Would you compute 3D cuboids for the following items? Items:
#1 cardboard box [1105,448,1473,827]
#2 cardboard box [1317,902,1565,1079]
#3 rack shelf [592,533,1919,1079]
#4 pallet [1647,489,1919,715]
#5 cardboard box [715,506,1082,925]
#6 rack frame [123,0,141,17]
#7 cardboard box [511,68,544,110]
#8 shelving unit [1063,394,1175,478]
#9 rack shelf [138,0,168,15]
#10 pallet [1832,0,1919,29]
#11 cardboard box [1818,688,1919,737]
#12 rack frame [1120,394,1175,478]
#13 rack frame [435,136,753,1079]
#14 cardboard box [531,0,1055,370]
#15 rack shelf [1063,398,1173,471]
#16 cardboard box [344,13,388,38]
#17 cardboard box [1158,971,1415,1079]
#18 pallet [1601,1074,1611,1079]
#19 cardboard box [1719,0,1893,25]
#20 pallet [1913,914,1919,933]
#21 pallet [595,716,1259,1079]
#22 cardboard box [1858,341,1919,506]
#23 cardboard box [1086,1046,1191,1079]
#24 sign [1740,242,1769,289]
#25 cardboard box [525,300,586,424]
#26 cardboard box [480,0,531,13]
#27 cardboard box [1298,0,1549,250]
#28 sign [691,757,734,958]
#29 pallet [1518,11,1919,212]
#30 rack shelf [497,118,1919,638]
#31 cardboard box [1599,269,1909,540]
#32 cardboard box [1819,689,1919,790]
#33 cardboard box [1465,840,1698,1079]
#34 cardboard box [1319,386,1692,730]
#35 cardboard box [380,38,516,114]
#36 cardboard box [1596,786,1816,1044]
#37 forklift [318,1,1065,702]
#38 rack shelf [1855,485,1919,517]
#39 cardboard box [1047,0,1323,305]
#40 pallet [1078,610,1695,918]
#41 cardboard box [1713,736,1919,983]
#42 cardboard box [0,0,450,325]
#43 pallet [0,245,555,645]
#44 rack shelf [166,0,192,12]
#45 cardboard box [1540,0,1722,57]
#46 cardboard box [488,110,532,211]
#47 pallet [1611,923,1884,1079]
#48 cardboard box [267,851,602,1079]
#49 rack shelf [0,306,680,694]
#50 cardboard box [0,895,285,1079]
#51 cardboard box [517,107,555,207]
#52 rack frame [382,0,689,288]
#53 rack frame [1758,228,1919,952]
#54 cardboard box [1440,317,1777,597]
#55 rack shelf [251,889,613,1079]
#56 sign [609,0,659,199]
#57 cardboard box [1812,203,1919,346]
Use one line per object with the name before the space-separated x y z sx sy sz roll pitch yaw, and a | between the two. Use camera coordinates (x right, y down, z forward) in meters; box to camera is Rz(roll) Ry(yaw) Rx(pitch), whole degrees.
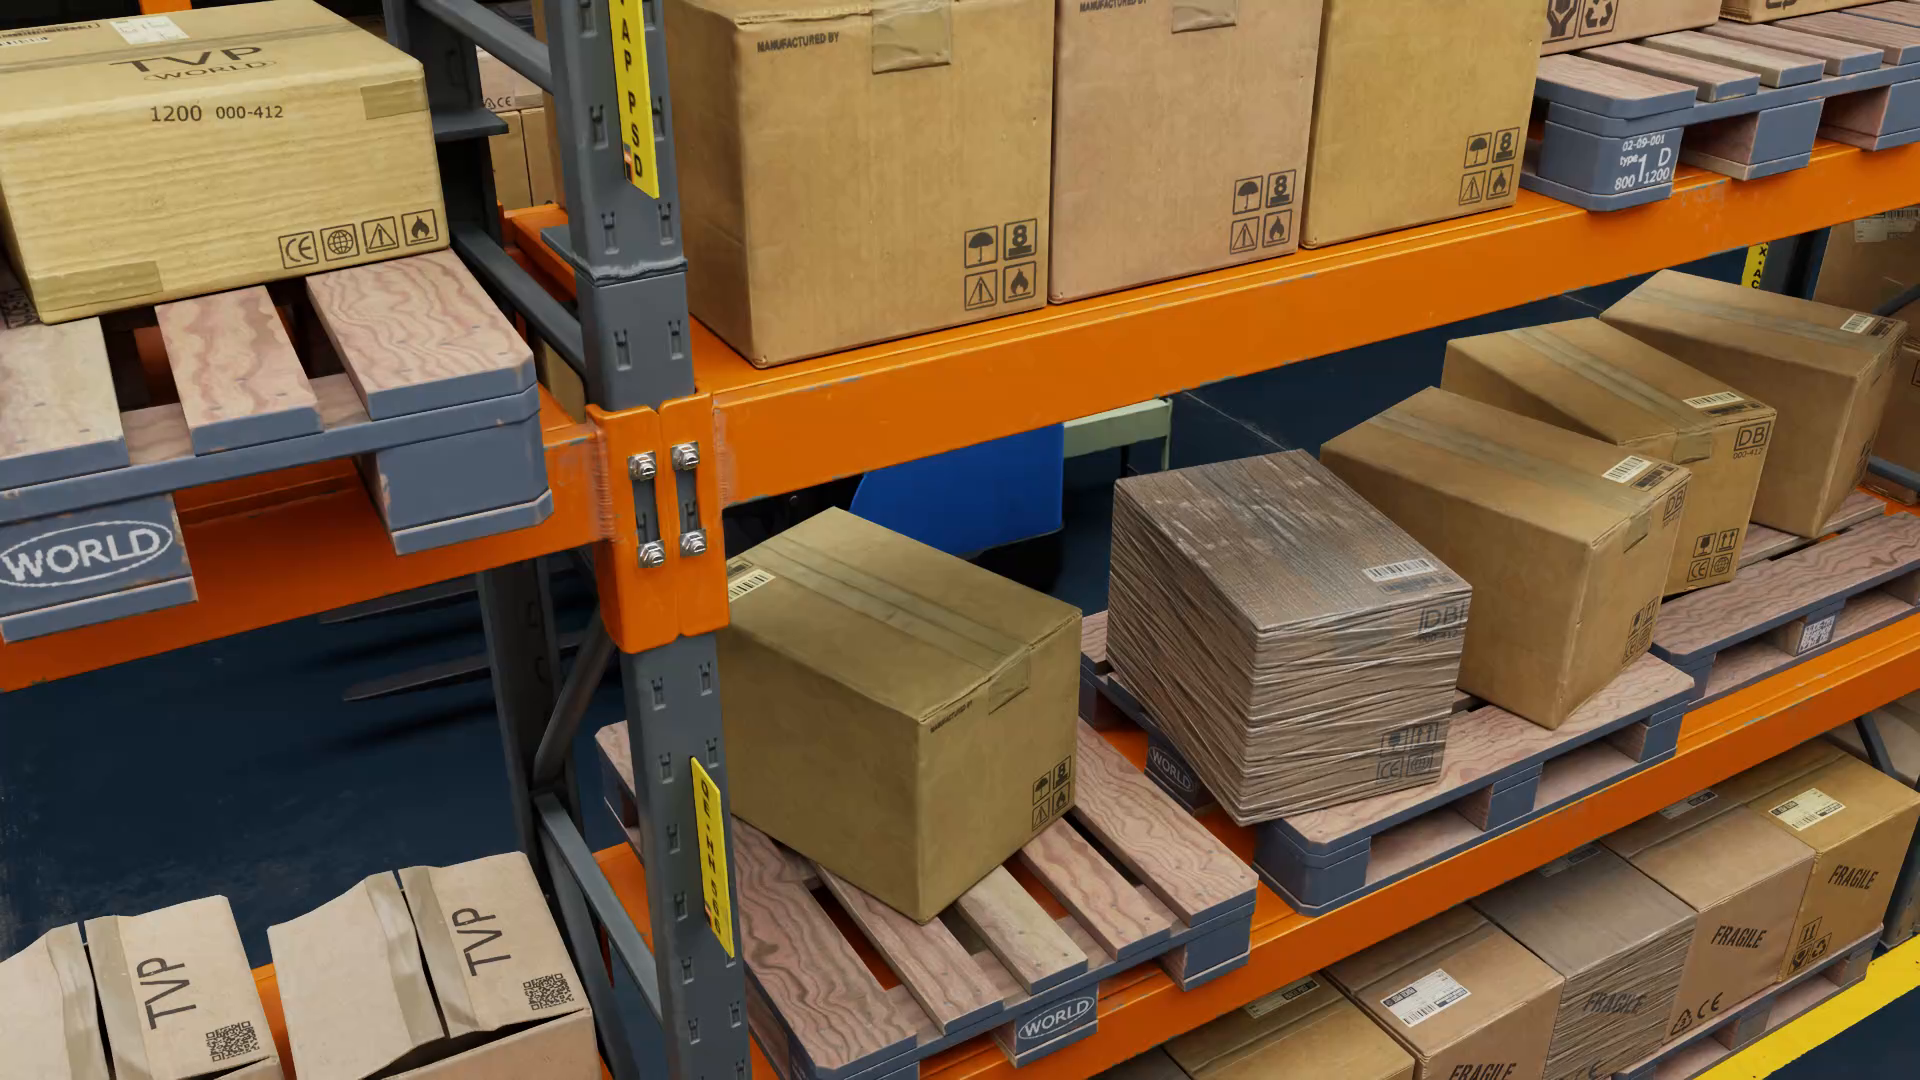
cardboard box | 0.707 0.195 3.755 0.500 0.500 0.700 -10 30 -17
cardboard box | 1.204 1.296 4.429 0.500 0.500 0.500 -17 33 -28
rack shelf | 1.060 0.593 4.315 4.000 0.370 1.077 -16 33 -26
pallet | 2.040 0.023 4.803 1.213 0.211 1.003 -16 33 -26
cardboard box | -0.178 0.339 3.493 0.700 0.500 0.500 22 36 34
rack frame | -3.177 -1.295 6.992 0.127 3.000 1.000 -16 33 -26
cardboard box | -1.763 -2.066 7.180 0.500 0.250 0.500 -16 33 -26
shelving unit | 0.567 -0.783 7.617 0.755 1.500 0.431 -14 32 -23
rack shelf | -4.901 -1.804 5.554 4.000 0.370 1.077 -16 33 -26
pallet | 2.187 -1.312 4.113 1.003 0.211 1.213 -16 33 -26
cardboard box | 3.132 0.433 5.993 0.500 0.500 0.500 -16 33 -26
rack frame | 0.894 -0.863 7.761 0.023 1.500 0.400 -14 32 -23
rack frame | -0.664 0.768 3.254 0.127 3.000 1.000 -16 33 -26
cardboard box | -0.305 -0.710 2.724 0.500 0.500 0.910 -16 33 -26
rack shelf | 0.567 -0.498 7.775 0.720 0.370 0.431 -14 32 -23
cardboard box | -2.469 -2.150 7.334 0.500 0.250 0.500 -17 33 -28
cardboard box | 0.757 1.426 4.193 0.500 0.500 0.500 -16 33 -27
pallet | 1.050 1.525 4.768 1.213 0.211 1.003 -16 33 -26
cardboard box | 1.748 -1.530 3.673 0.600 0.600 0.600 -16 33 -27
pallet | 3.377 0.842 6.006 1.213 0.211 1.003 -16 33 -26
pallet | -0.115 0.657 3.654 1.003 0.211 1.213 -16 33 -26
cardboard box | 3.086 -0.484 5.420 0.500 0.500 0.500 -15 32 -26
cardboard box | 0.322 1.547 3.975 0.500 0.500 0.500 -17 33 -28
sign | 2.503 -0.815 5.226 0.005 0.325 0.100 -16 33 -26
cardboard box | -1.718 -0.875 8.021 0.750 0.750 0.750 -16 33 -27
cardboard box | -2.025 -2.275 7.559 0.500 0.250 0.500 -17 33 -28
cardboard box | 0.583 -0.962 3.181 0.500 0.500 0.910 -16 33 -26
sign | -0.380 0.491 2.557 0.005 0.325 0.100 -16 33 -26
pallet | 1.294 -1.057 3.651 1.003 0.211 1.213 -16 33 -26
rack shelf | 1.060 -0.720 3.591 4.000 0.370 1.077 -16 33 -26
cardboard box | 2.263 -0.416 4.862 0.700 0.500 0.500 22 36 34
cardboard box | 3.256 0.761 5.595 0.500 0.311 0.500 -16 33 -26
cardboard box | 1.641 1.171 4.656 0.500 0.500 0.500 -15 32 -26
cardboard box | 1.293 0.019 4.073 0.700 0.500 0.500 26 38 38
cardboard box | -2.192 -1.942 6.956 0.500 0.250 0.500 -16 33 -27
cardboard box | 2.074 1.048 4.878 0.500 0.500 0.500 -16 33 -26
forklift | -1.096 -0.961 6.459 3.031 2.935 1.130 -14 32 -23
rack shelf | 4.509 -0.386 6.090 4.000 0.370 1.077 -16 33 -26
cardboard box | 0.135 -0.835 2.951 0.500 0.500 0.910 -16 33 -26
pallet | 1.010 0.374 4.167 1.213 0.211 1.003 -16 33 -26
cardboard box | 2.504 0.931 5.091 0.500 0.500 0.500 -16 33 -27
cardboard box | -1.027 -0.529 2.221 0.500 0.250 0.500 -19 34 -30
pallet | -1.204 -0.260 2.207 1.003 0.211 1.213 -14 32 -24
rack shelf | -1.452 -2.783 7.328 4.000 0.370 1.077 -16 33 -26
cardboard box | 1.165 -1.376 3.393 0.600 0.600 0.600 -17 33 -28
cardboard box | -2.172 -1.614 7.139 0.500 0.500 0.500 -15 32 -25
pallet | 2.103 1.224 5.313 1.213 0.211 1.003 -16 33 -26
cardboard box | -1.000 0.878 3.148 0.500 0.311 0.500 -14 32 -23
rack shelf | -2.388 0.259 1.816 4.000 0.370 1.077 -16 33 -26
cardboard box | -1.533 0.945 3.025 0.500 0.311 0.500 -16 33 -27
cardboard box | -1.744 -1.735 7.358 0.500 0.500 0.500 -16 33 -27
rack frame | -0.664 -1.859 1.805 0.127 3.000 1.000 -16 33 -26
rack frame | 2.785 -0.211 5.029 0.127 3.000 1.000 -16 33 -26
cardboard box | 1.702 -0.222 4.509 0.500 0.500 0.700 -11 31 -19
rack shelf | -2.388 1.572 2.541 4.000 0.370 1.077 -16 33 -26
sign | -0.390 -0.573 1.963 0.005 0.325 0.100 -16 33 -26
cardboard box | 3.090 -0.925 5.183 0.500 0.500 0.500 -16 33 -26
